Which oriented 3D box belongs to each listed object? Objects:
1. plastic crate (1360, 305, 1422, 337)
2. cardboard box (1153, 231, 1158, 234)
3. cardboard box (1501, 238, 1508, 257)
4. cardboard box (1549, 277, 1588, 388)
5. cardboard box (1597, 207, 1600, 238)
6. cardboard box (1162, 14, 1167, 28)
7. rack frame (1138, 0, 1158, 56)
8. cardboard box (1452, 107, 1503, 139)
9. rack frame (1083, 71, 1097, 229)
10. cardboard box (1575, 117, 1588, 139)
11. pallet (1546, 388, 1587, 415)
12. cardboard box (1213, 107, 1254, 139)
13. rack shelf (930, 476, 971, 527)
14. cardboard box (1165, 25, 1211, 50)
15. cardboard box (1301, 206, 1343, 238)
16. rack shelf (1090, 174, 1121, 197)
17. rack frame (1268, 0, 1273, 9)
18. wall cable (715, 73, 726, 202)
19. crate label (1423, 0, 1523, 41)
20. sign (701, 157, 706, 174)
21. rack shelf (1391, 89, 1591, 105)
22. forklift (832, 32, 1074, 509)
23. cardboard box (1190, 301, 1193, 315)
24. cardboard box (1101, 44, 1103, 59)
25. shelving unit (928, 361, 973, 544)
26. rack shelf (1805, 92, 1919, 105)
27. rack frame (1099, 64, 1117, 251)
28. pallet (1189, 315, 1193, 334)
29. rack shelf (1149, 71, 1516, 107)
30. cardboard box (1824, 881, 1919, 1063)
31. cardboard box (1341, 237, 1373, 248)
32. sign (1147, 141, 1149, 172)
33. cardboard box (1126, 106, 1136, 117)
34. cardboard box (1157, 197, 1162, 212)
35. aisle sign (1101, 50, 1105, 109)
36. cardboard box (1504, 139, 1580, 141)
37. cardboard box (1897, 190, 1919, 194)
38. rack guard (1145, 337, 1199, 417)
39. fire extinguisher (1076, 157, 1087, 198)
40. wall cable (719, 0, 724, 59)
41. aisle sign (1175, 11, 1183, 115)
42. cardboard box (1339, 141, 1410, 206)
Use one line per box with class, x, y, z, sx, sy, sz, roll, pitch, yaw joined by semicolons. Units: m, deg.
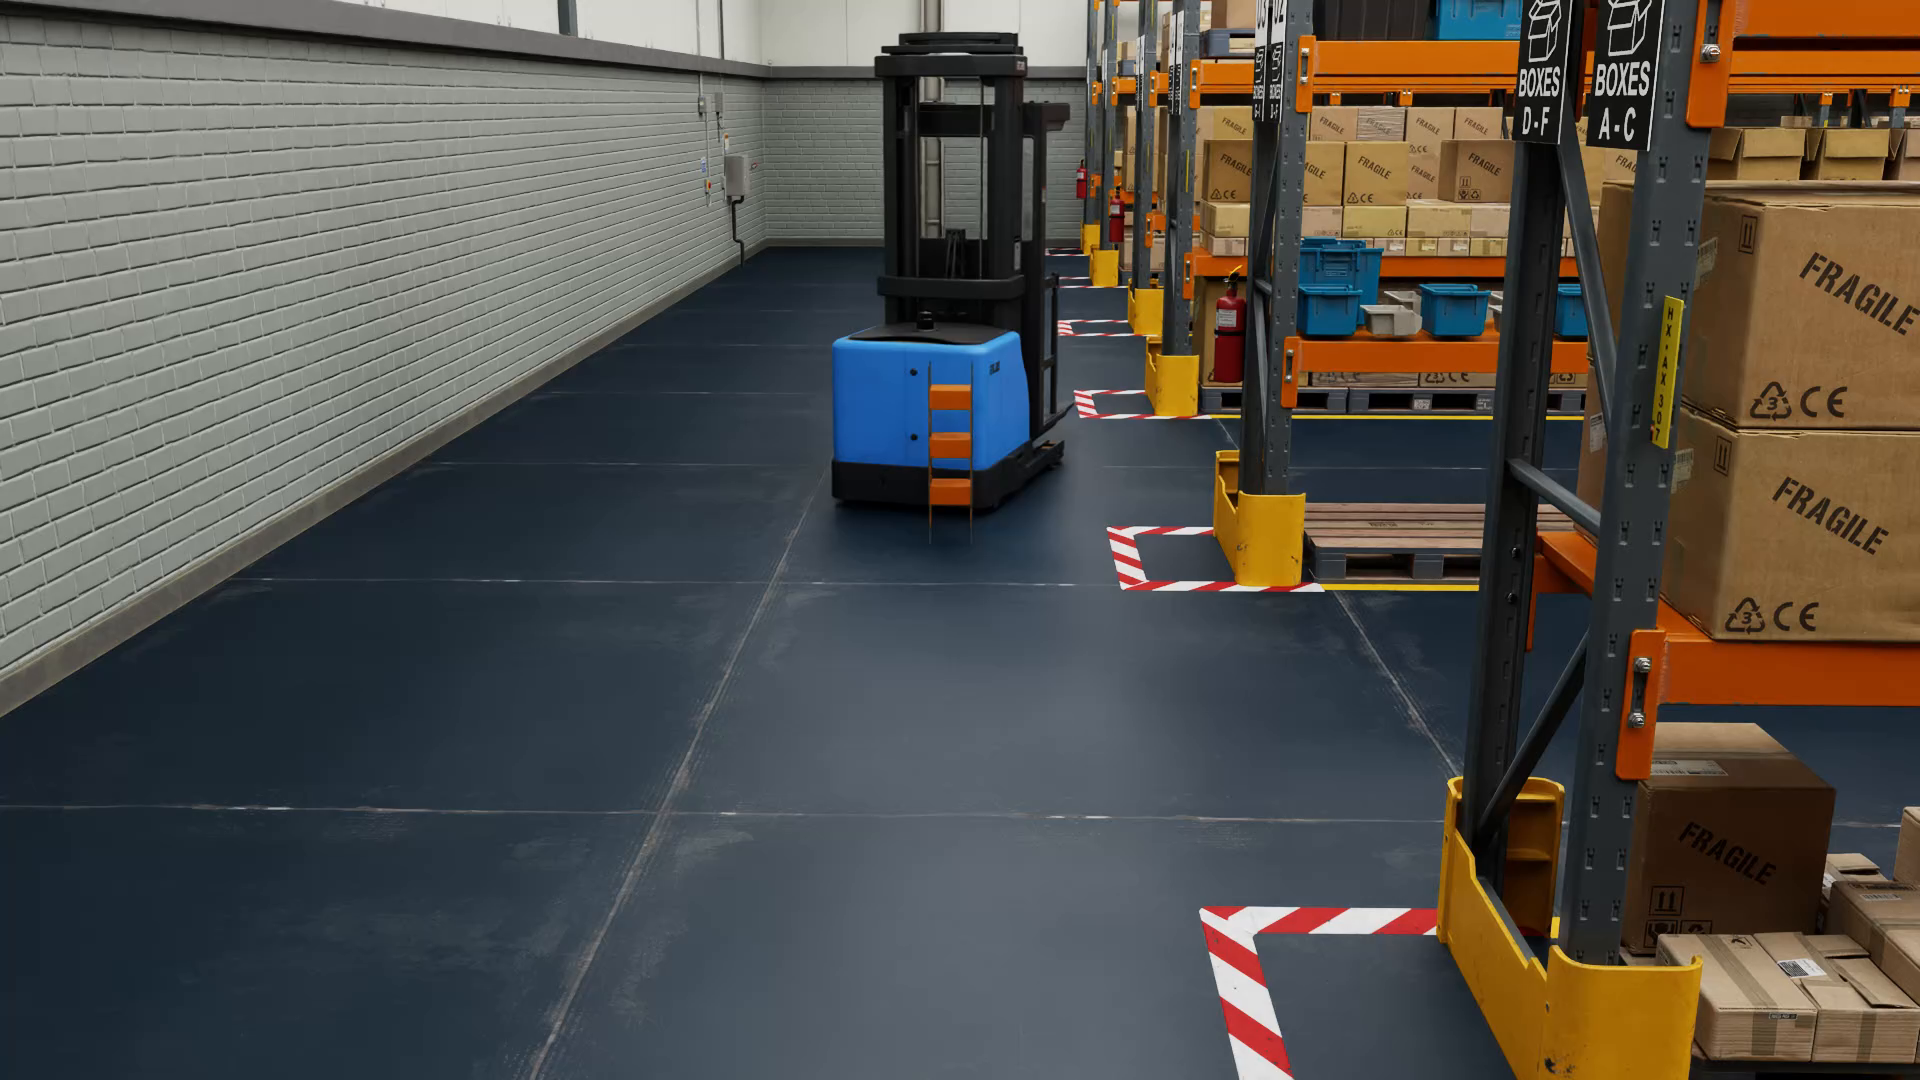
plastic crate;2.255;-1.145;8.699;0.298;0.136;0.250;0;15;1
cardboard box;3.234;-5.192;28.405;0.250;0.149;0.380;0;15;-1
cardboard box;4.481;-2.393;13.522;0.250;0.149;0.380;1;15;2
cardboard box;5.166;-1.790;14.085;0.875;0.875;0.875;0;15;1
cardboard box;5.375;-2.596;13.512;0.500;0.250;0.500;0;15;0
cardboard box;2.392;-5.765;18.462;0.250;0.149;0.380;0;15;1
rack frame;2.052;-6.780;17.899;0.127;3.000;1.000;0;15;1
cardboard box;5.574;-4.463;18.137;0.500;0.500;0.500;0;15;-1
rack frame;2.201;-6.408;28.249;0.127;3.000;1.000;0;15;1
cardboard box;8.542;-5.565;22.897;0.500;0.500;0.500;0;15;1
pallet;5.065;-1.266;14.224;1.213;0.211;1.003;0;15;1
cardboard box;2.999;-4.483;18.212;0.500;0.500;0.500;1;15;3
rack shelf;-0.054;-0.229;9.781;0.240;0.259;0.215;0;15;1
cardboard box;2.495;-5.430;17.975;0.500;0.250;0.500;1;15;2
cardboard box;2.817;-2.613;13.574;0.500;0.250;0.500;0;15;1
rack shelf;4.200;-6.047;28.292;4.000;0.370;1.077;0;15;1
rack frame;1.698;-4.253;8.320;0.127;3.000;1.000;0;15;1
wall cable;-3.535;-6.026;24.810;0.122;1.984;0.588;0;15;1
crate label;2.612;-2.642;8.386;0.502;0.251;0.408;0;15;1
sign;-3.622;-5.292;23.489;0.001;0.218;0.327;0;15;1
rack shelf;8.076;-6.206;23.012;4.000;0.370;1.077;0;15;1
forklift;0.114;-1.941;11.452;1.130;2.935;3.031;5;15;17
cardboard box;2.568;-2.619;18.652;0.250;0.149;0.380;1;15;3
cardboard box;2.652;-8.240;28.043;0.500;0.250;0.500;0;15;0
shelving unit;-0.054;-0.508;9.707;0.252;1.050;0.215;0;15;1
rack shelf;16.196;-7.420;27.613;4.000;0.370;1.077;0;15;1
rack frame;2.078;-5.142;23.452;0.127;3.000;1.000;0;15;1
pallet;2.940;-2.516;18.964;1.213;0.211;1.003;0;15;1
rack shelf;4.052;-4.969;18.324;4.000;0.370;1.077;0;15;1
cardboard box;2.604;1.107;4.292;0.500;0.250;0.500;0;15;1
cardboard box;3.198;-2.401;13.553;0.250;0.149;0.380;0;15;0
sign;2.039;-4.160;18.029;0.005;0.325;0.100;0;15;1
cardboard box;2.426;-5.915;22.952;0.250;0.149;0.380;1;15;3
cardboard box;2.386;-3.828;18.961;0.250;0.149;0.380;0;15;1
aisle sign;2.014;-6.479;23.421;0.004;0.787;0.394;0;15;1
cardboard box;4.859;-3.097;13.938;0.500;0.500;0.500;0;15;1
cardboard box;2.528;-0.549;3.885;0.500;0.500;0.500;1;15;2
rack guard;1.801;-1.407;14.192;0.348;0.500;1.175;0;15;1
fire extinguisher;2.042;-6.074;27.864;0.183;0.674;0.296;0;15;1
wall cable;-3.485;-8.929;25.968;0.133;3.039;2.988;0;15;1
aisle sign;1.745;-3.796;13.253;0.004;0.787;0.394;0;15;1
cardboard box;3.316;-2.972;13.466;0.500;0.500;0.500;0;15;0
